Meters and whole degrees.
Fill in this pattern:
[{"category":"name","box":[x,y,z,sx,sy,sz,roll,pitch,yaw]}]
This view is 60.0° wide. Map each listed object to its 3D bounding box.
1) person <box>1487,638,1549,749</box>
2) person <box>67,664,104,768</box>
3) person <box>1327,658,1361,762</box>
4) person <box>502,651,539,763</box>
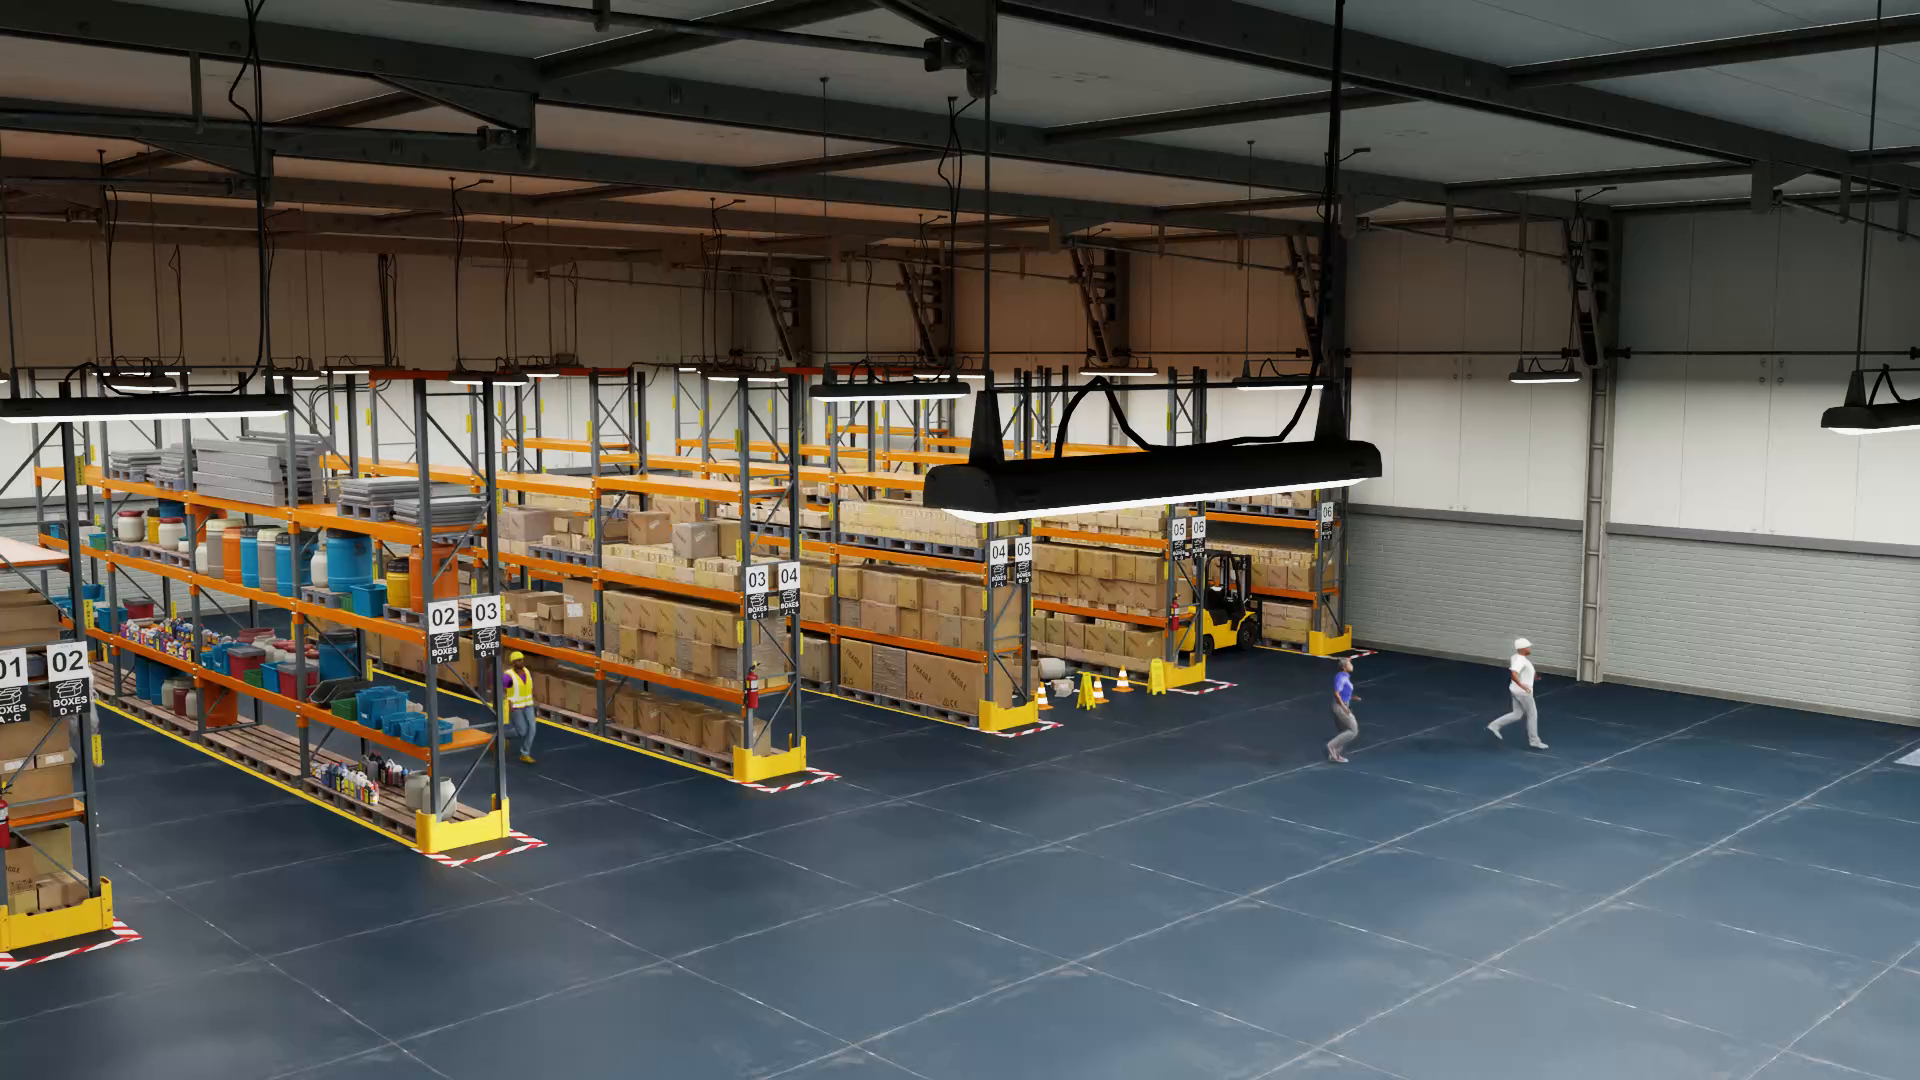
[{"category":"person","box":[8.971,2.451,26.634,0.968,1.773,0.700,0,6,2]},{"category":"person","box":[-13.520,2.557,25.506,0.928,1.819,0.672,5,8,37]},{"category":"person","box":[5.957,2.632,25.750,0.550,1.623,0.566,0,6,0]},{"category":"person","box":[-6.848,2.577,25.816,0.691,1.726,0.711,5,8,37]}]
